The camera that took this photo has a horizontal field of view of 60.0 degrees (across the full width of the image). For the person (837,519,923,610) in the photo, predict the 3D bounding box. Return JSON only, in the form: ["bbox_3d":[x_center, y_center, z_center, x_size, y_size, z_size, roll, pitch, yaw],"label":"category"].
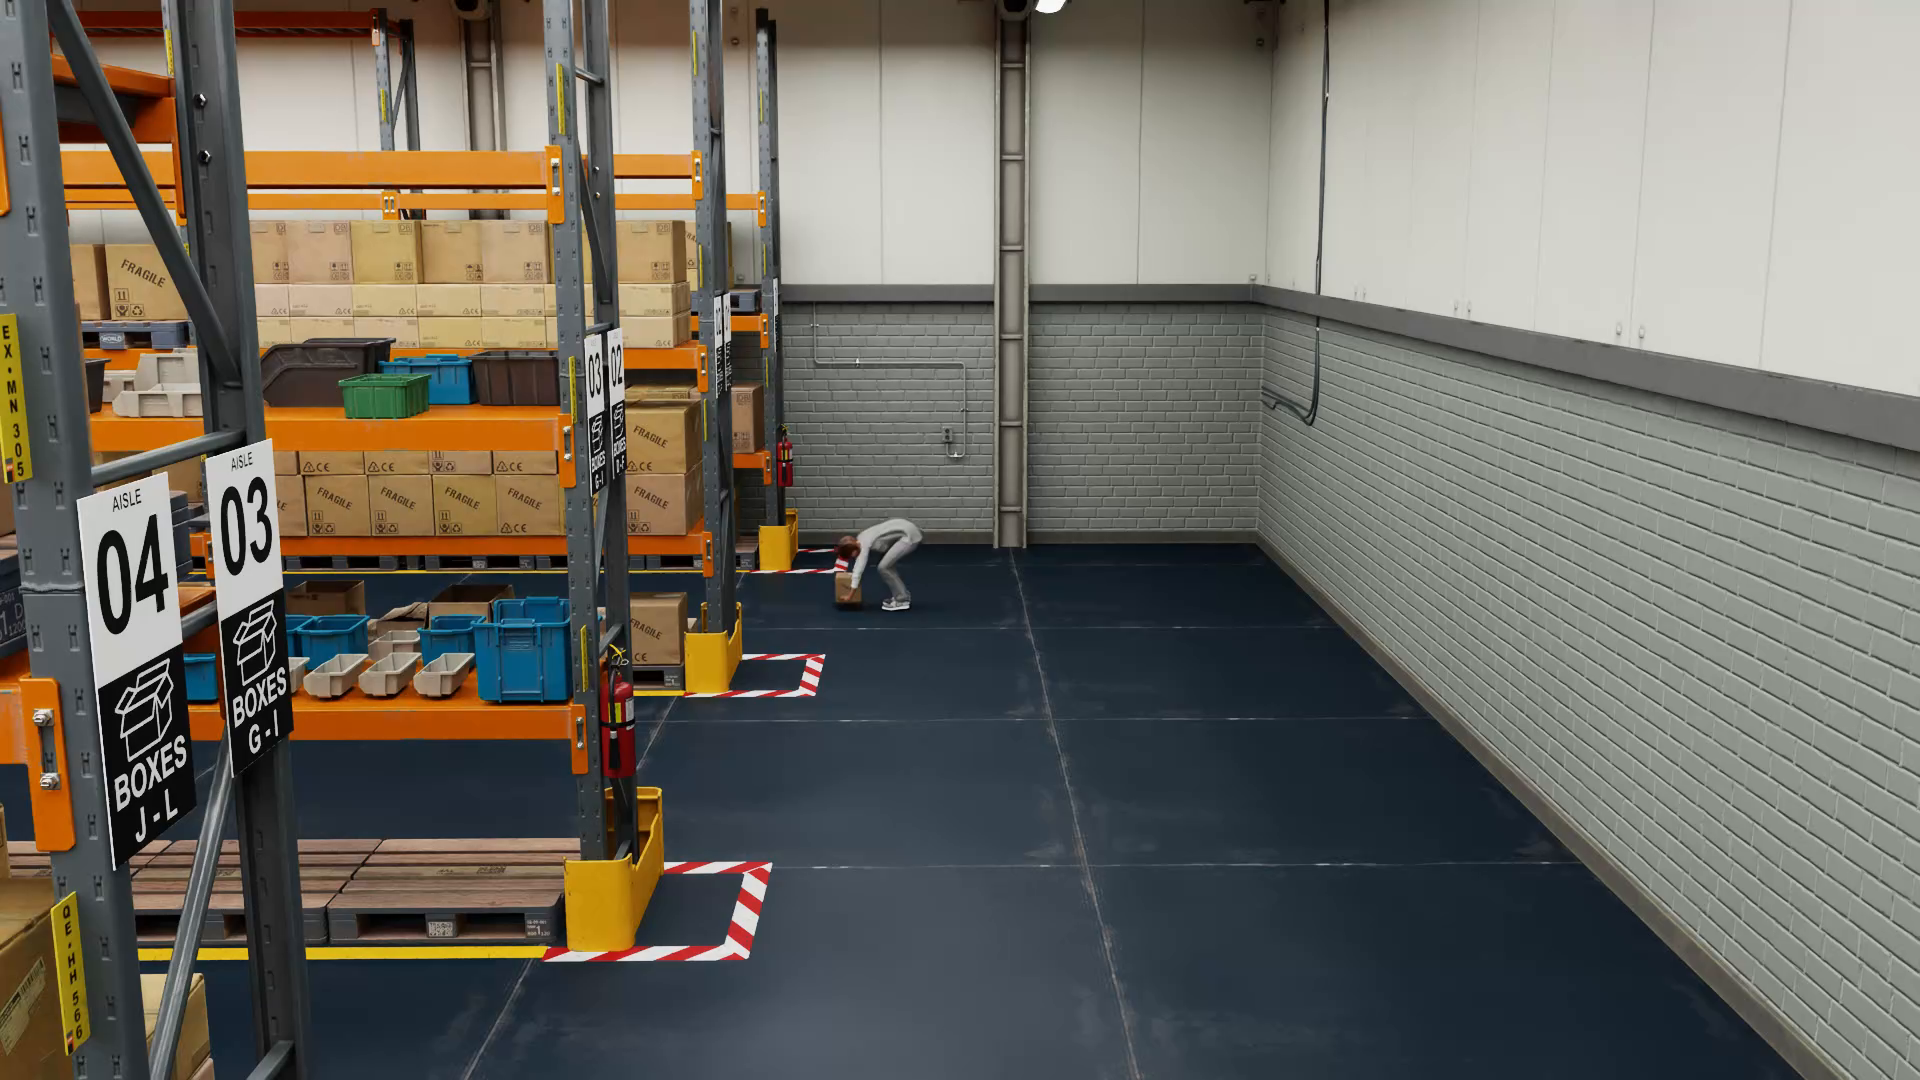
[{"bbox_3d":[-0.798,0.240,16.565,0.855,0.898,0.420,-1,11,-4],"label":"person"}]
